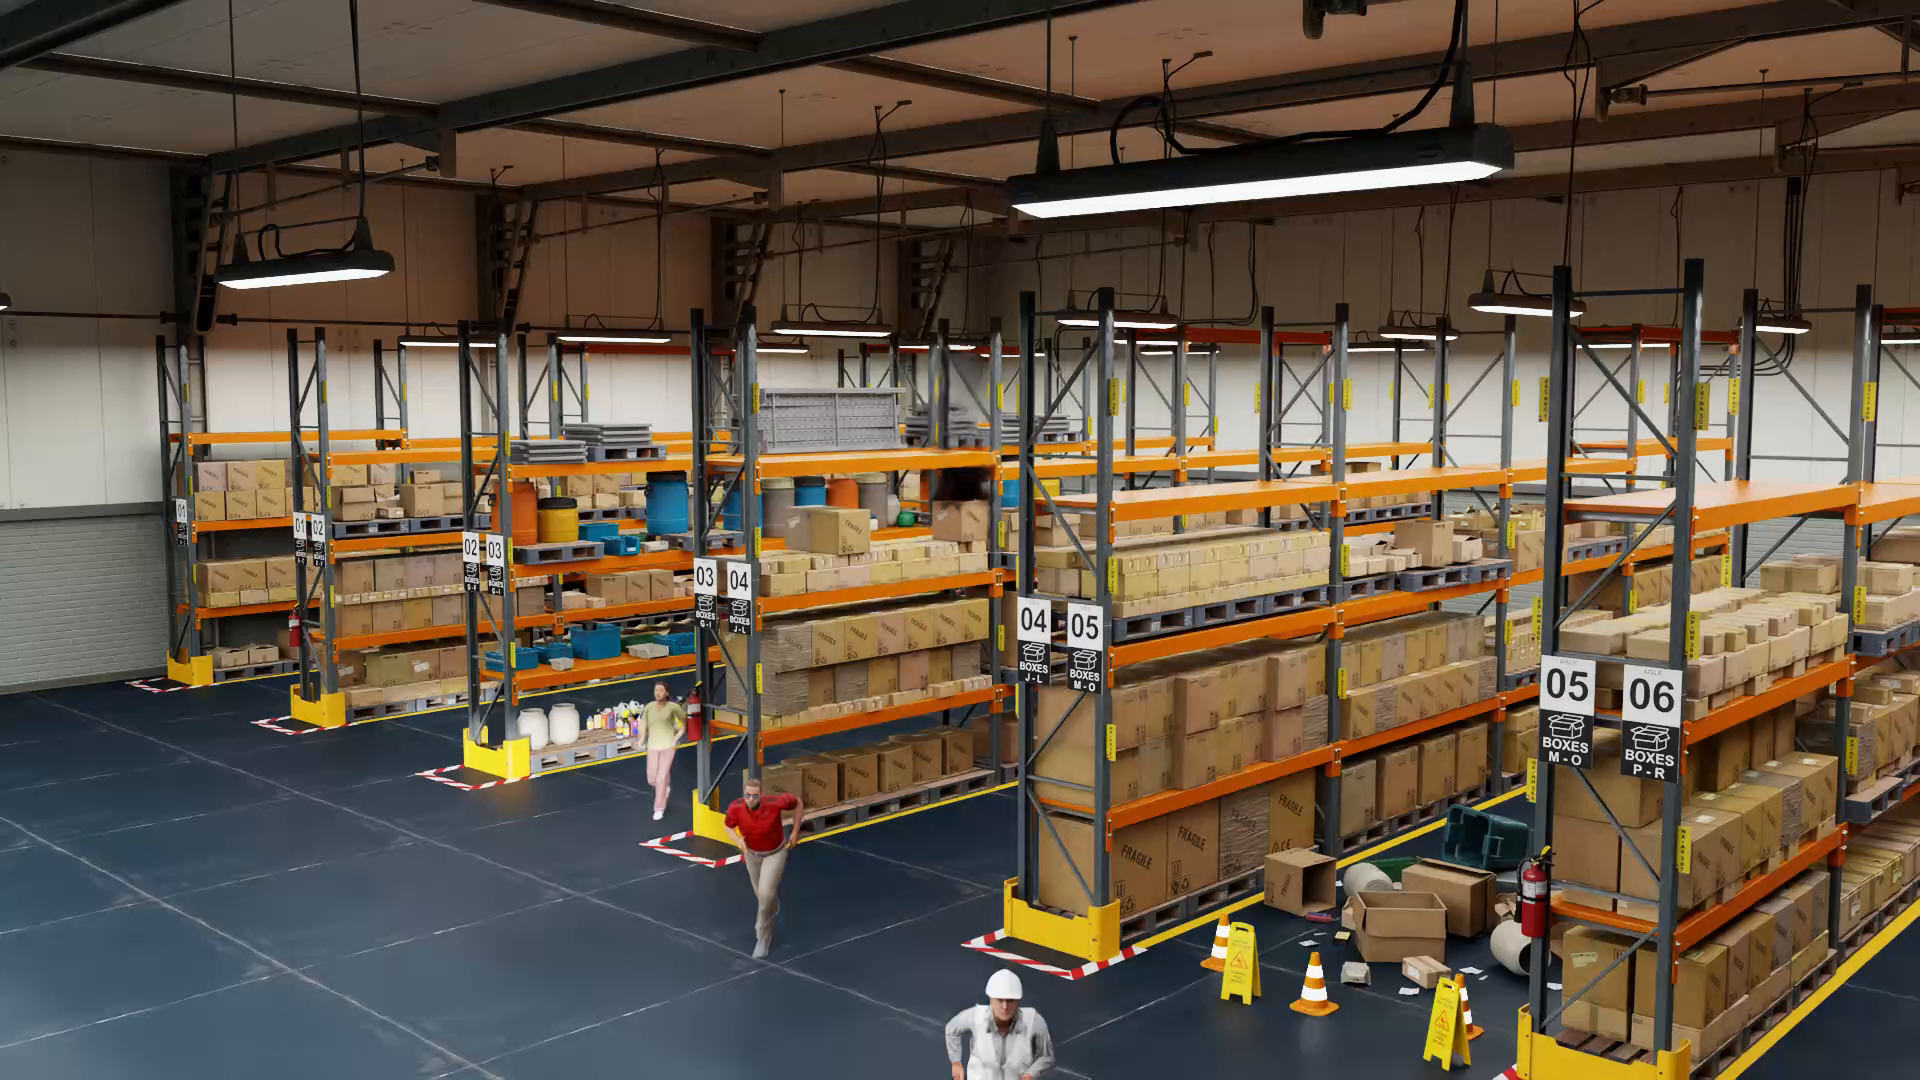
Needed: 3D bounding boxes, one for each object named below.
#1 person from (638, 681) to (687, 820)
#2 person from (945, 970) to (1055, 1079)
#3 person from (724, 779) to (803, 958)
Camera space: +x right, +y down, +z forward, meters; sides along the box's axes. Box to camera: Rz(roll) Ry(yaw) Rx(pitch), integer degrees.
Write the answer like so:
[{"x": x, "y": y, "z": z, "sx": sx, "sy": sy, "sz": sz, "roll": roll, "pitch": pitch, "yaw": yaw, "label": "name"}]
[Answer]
[{"x": -3.556, "y": 2.498, "z": 20.004, "sx": 0.591, "sy": 1.646, "sz": 0.644, "roll": 1, "pitch": 5, "yaw": 9, "label": "person"}, {"x": 0.245, "y": 3.389, "z": 10.067, "sx": 0.647, "sy": 1.703, "sz": 0.721, "roll": 0, "pitch": 5, "yaw": -4, "label": "person"}, {"x": -1.780, "y": 2.953, "z": 15.321, "sx": 0.707, "sy": 1.696, "sz": 1.016, "roll": 1, "pitch": 5, "yaw": 7, "label": "person"}]
